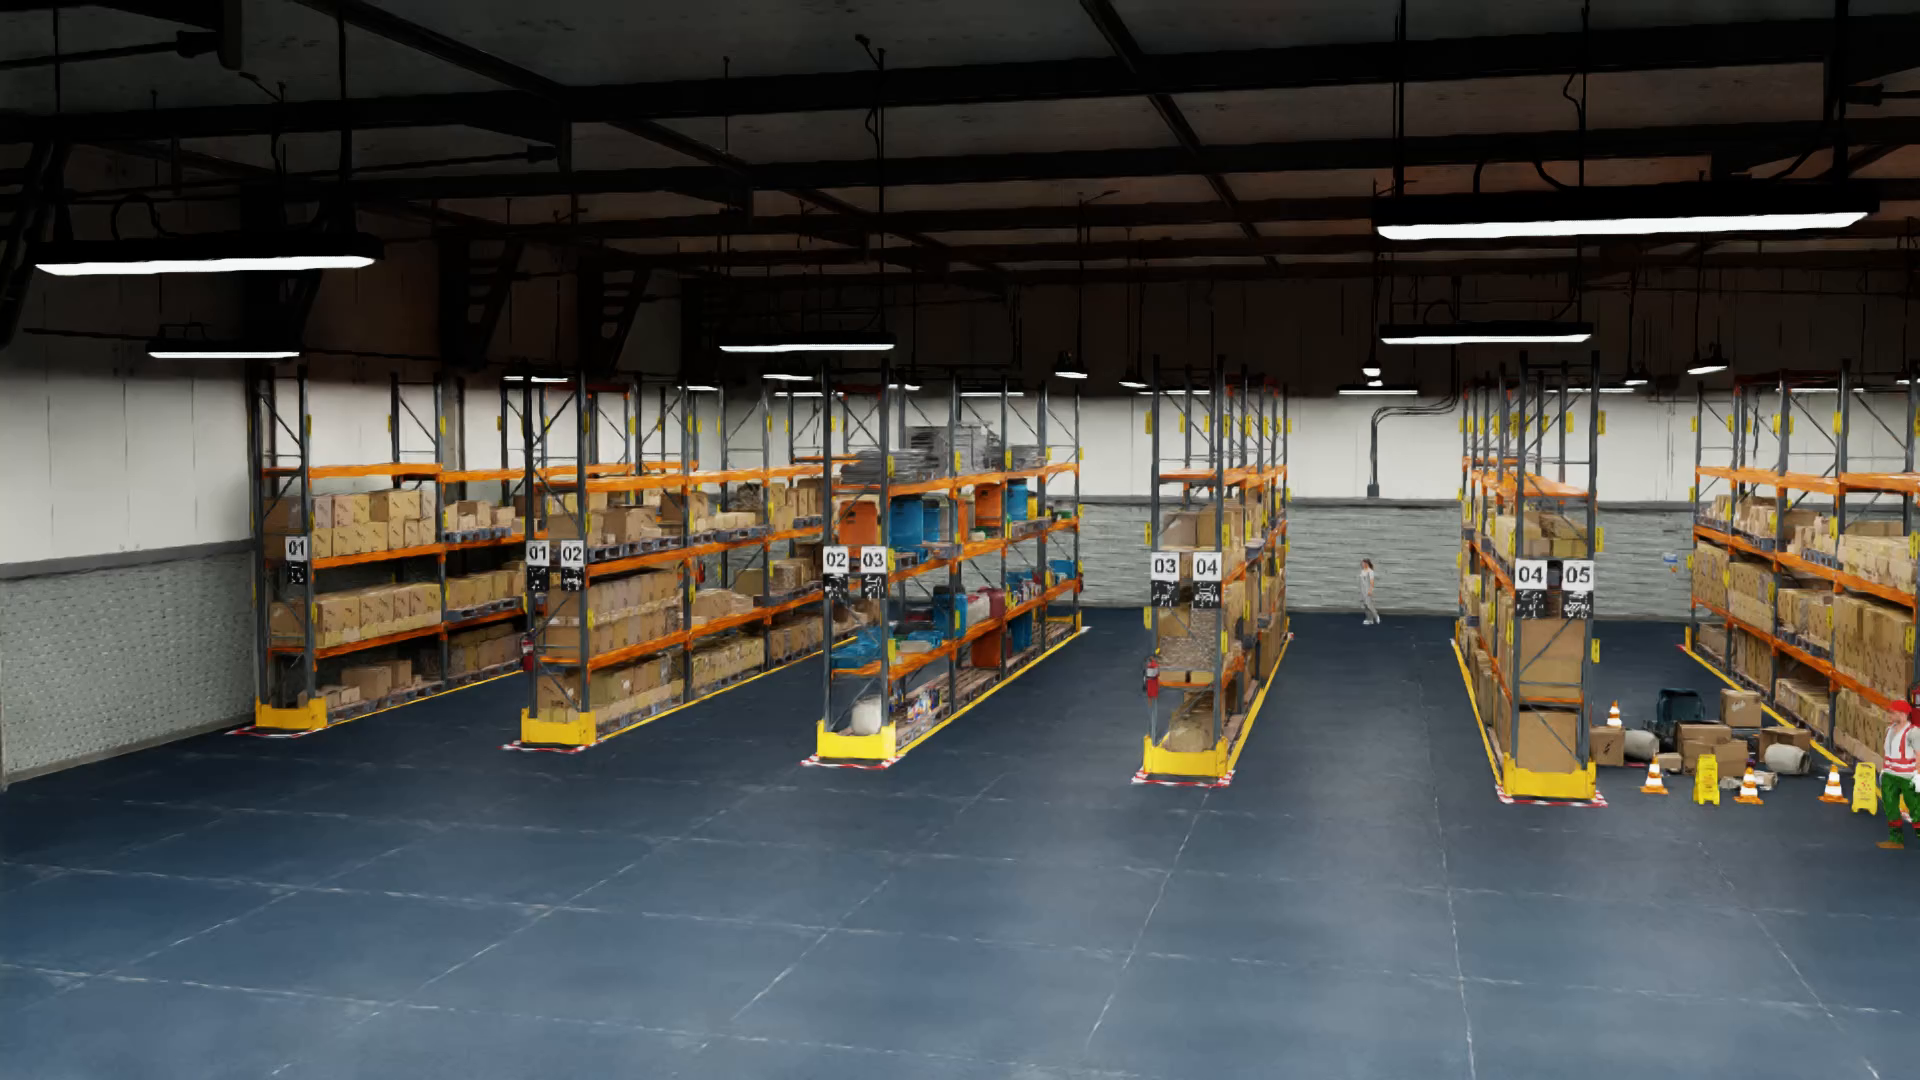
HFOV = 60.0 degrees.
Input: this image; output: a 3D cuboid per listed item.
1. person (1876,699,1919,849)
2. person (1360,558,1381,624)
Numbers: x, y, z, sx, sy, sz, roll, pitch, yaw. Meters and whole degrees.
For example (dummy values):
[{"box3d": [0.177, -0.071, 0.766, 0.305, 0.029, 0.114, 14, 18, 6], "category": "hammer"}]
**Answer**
[{"box3d": [11.169, 2.768, 19.644, 0.542, 1.781, 0.642, -1, 4, -15], "category": "person"}, {"box3d": [10.303, 1.279, 41.770, 0.446, 1.668, 0.615, -1, 4, -19], "category": "person"}]
